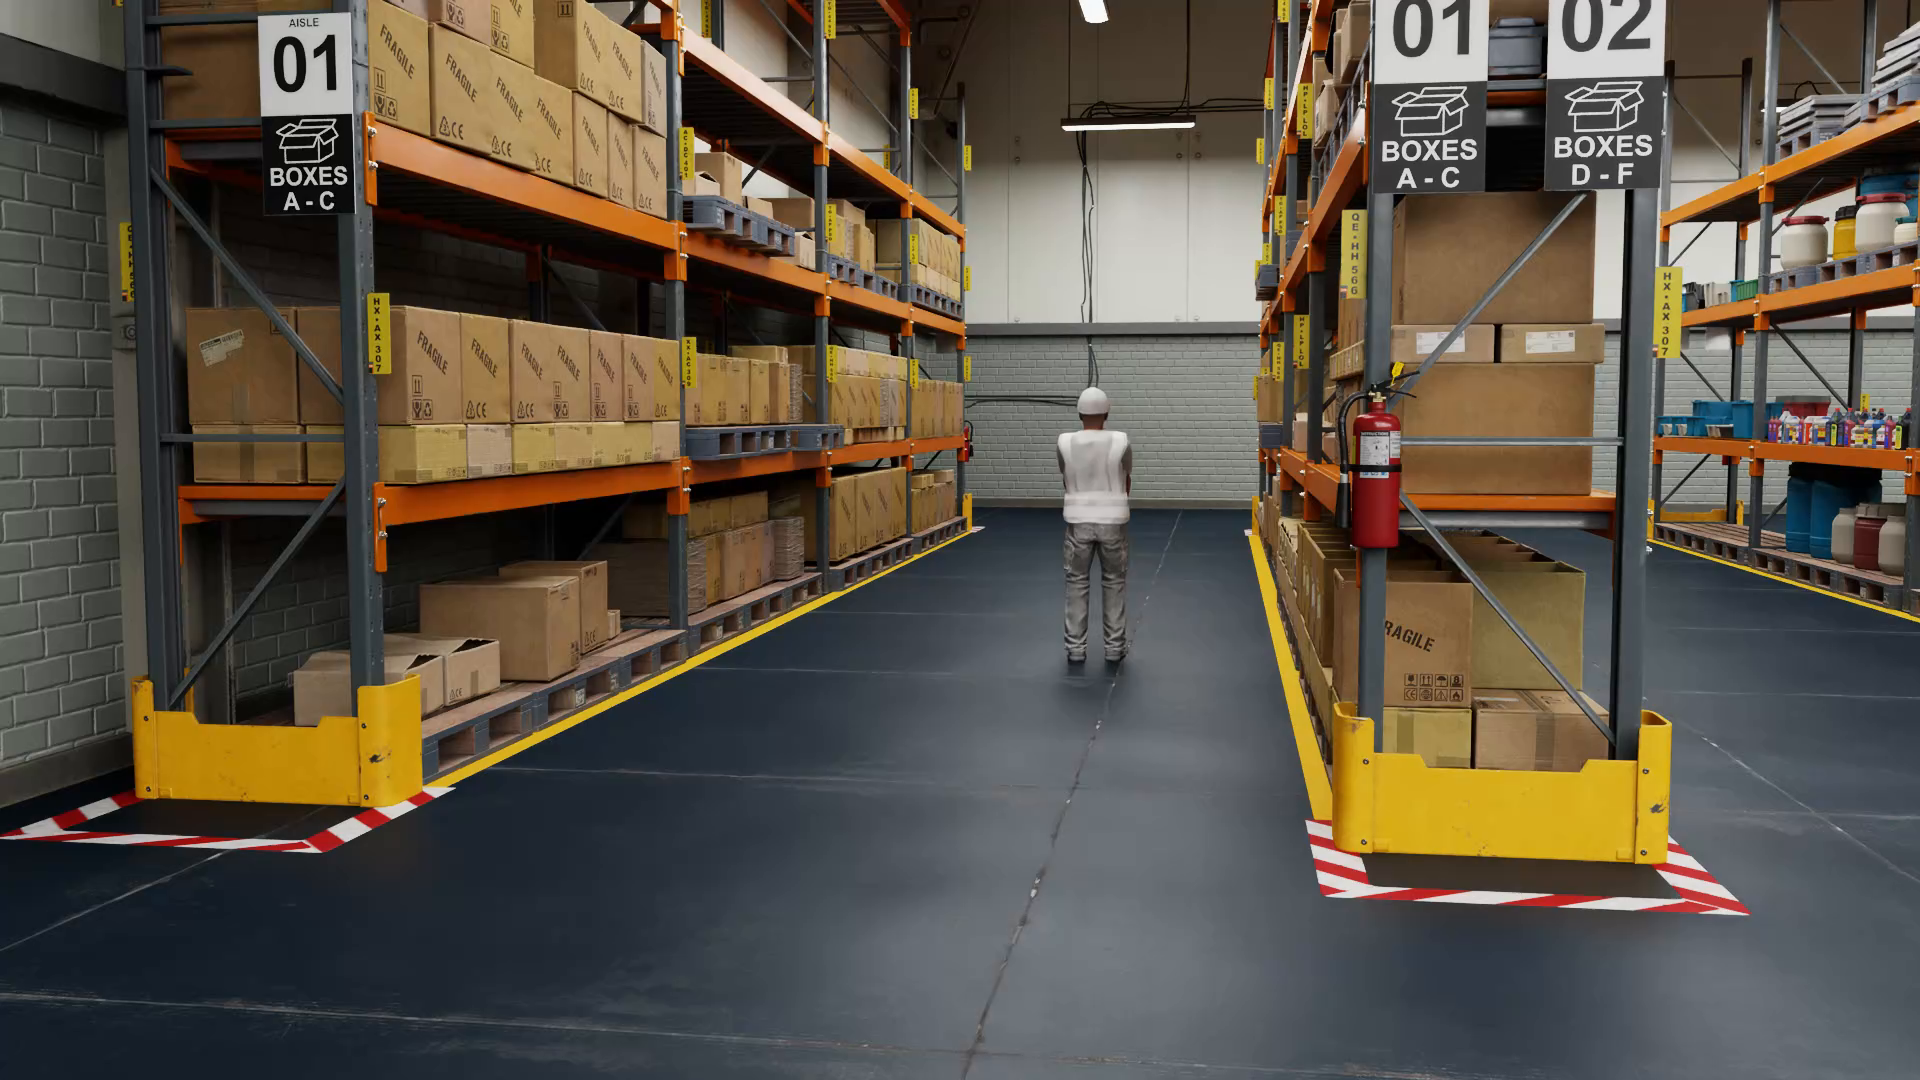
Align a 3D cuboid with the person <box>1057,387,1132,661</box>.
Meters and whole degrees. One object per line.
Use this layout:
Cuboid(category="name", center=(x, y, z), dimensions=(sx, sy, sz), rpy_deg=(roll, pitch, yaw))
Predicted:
Cuboid(category="person", center=(0.889, -0.109, 10.901), dimensions=(0.487, 1.778, 0.584), rpy_deg=(1, 4, 9))
